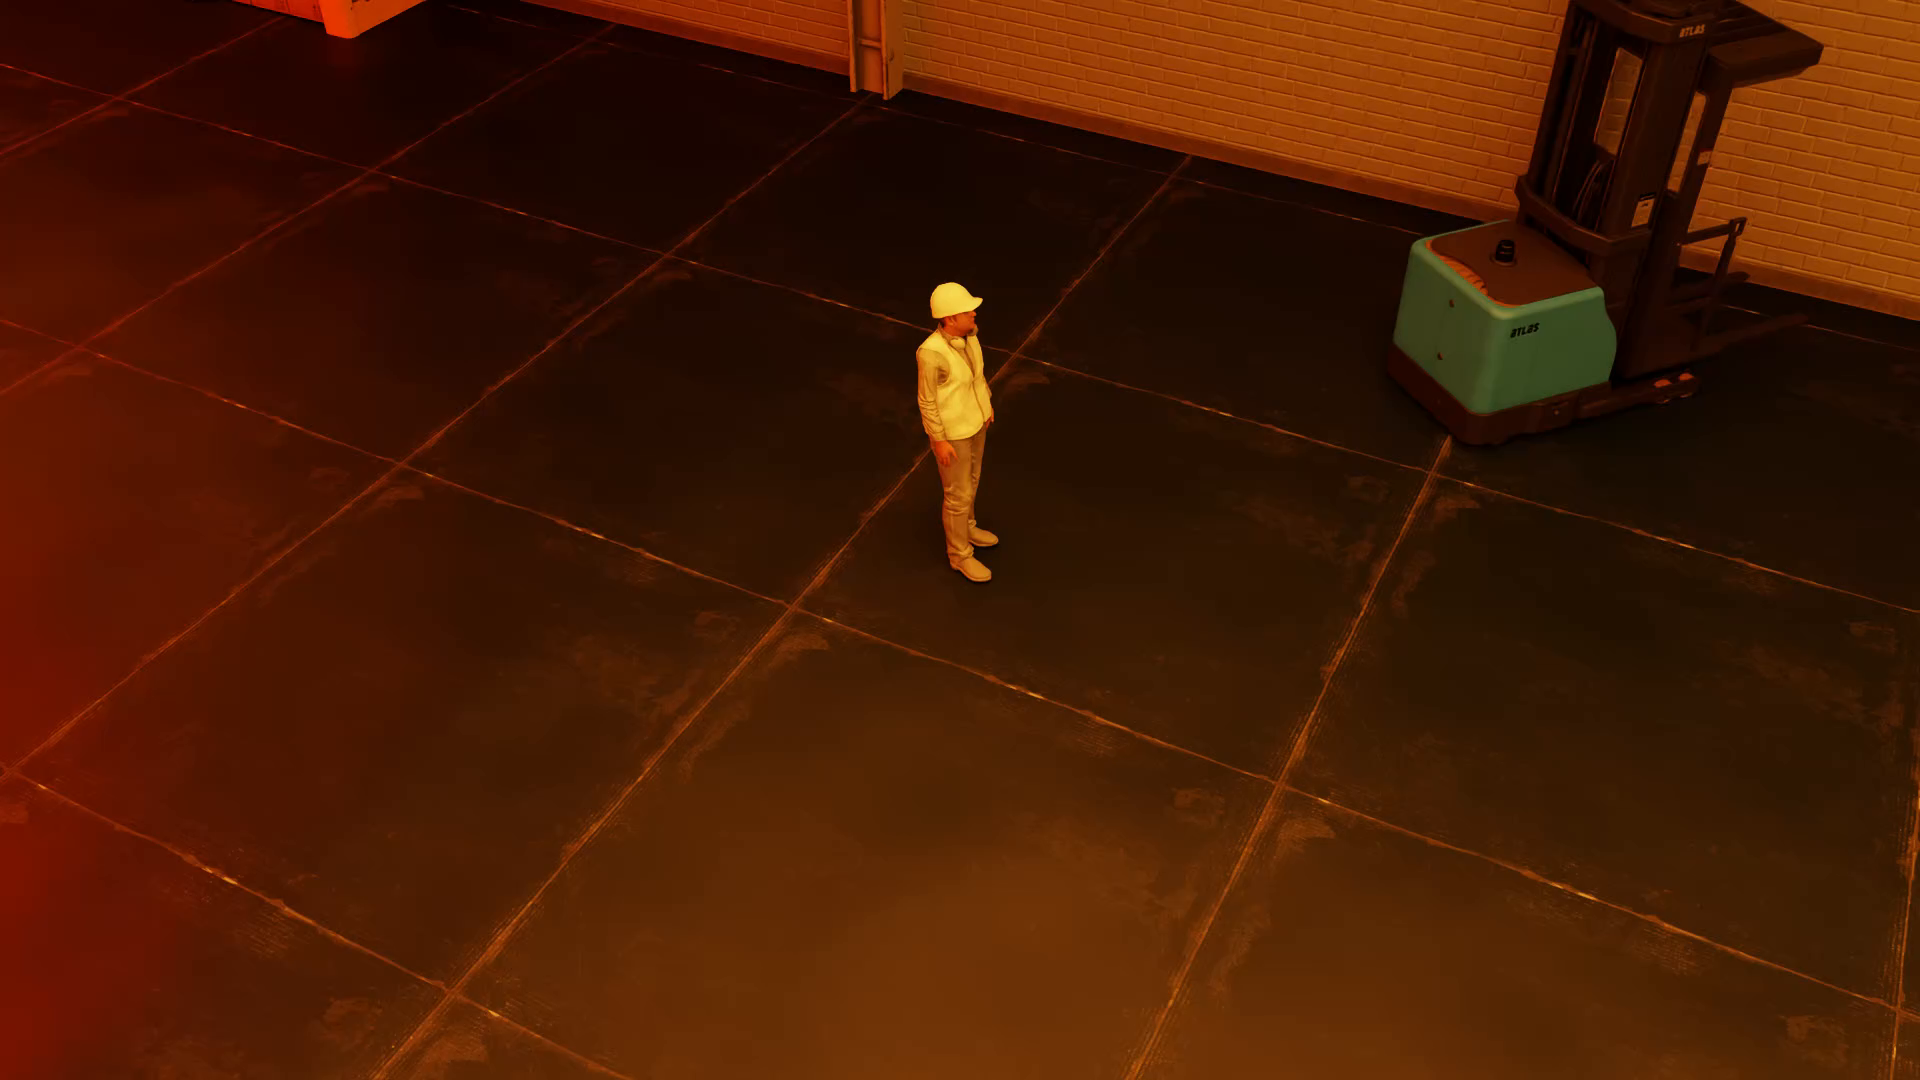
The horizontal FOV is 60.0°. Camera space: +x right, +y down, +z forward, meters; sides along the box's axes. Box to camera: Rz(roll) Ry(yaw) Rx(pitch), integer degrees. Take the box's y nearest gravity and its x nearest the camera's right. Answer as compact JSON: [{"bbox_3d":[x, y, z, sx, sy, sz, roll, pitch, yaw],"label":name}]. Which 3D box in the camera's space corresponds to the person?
[{"bbox_3d":[0.053,-0.662,9.658,0.566,1.775,0.634,18,43,21],"label":"person"}]

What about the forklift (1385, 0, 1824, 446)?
[{"bbox_3d":[4.520,-2.352,10.780,3.031,2.935,1.130,-15,42,-17],"label":"forklift"}]
